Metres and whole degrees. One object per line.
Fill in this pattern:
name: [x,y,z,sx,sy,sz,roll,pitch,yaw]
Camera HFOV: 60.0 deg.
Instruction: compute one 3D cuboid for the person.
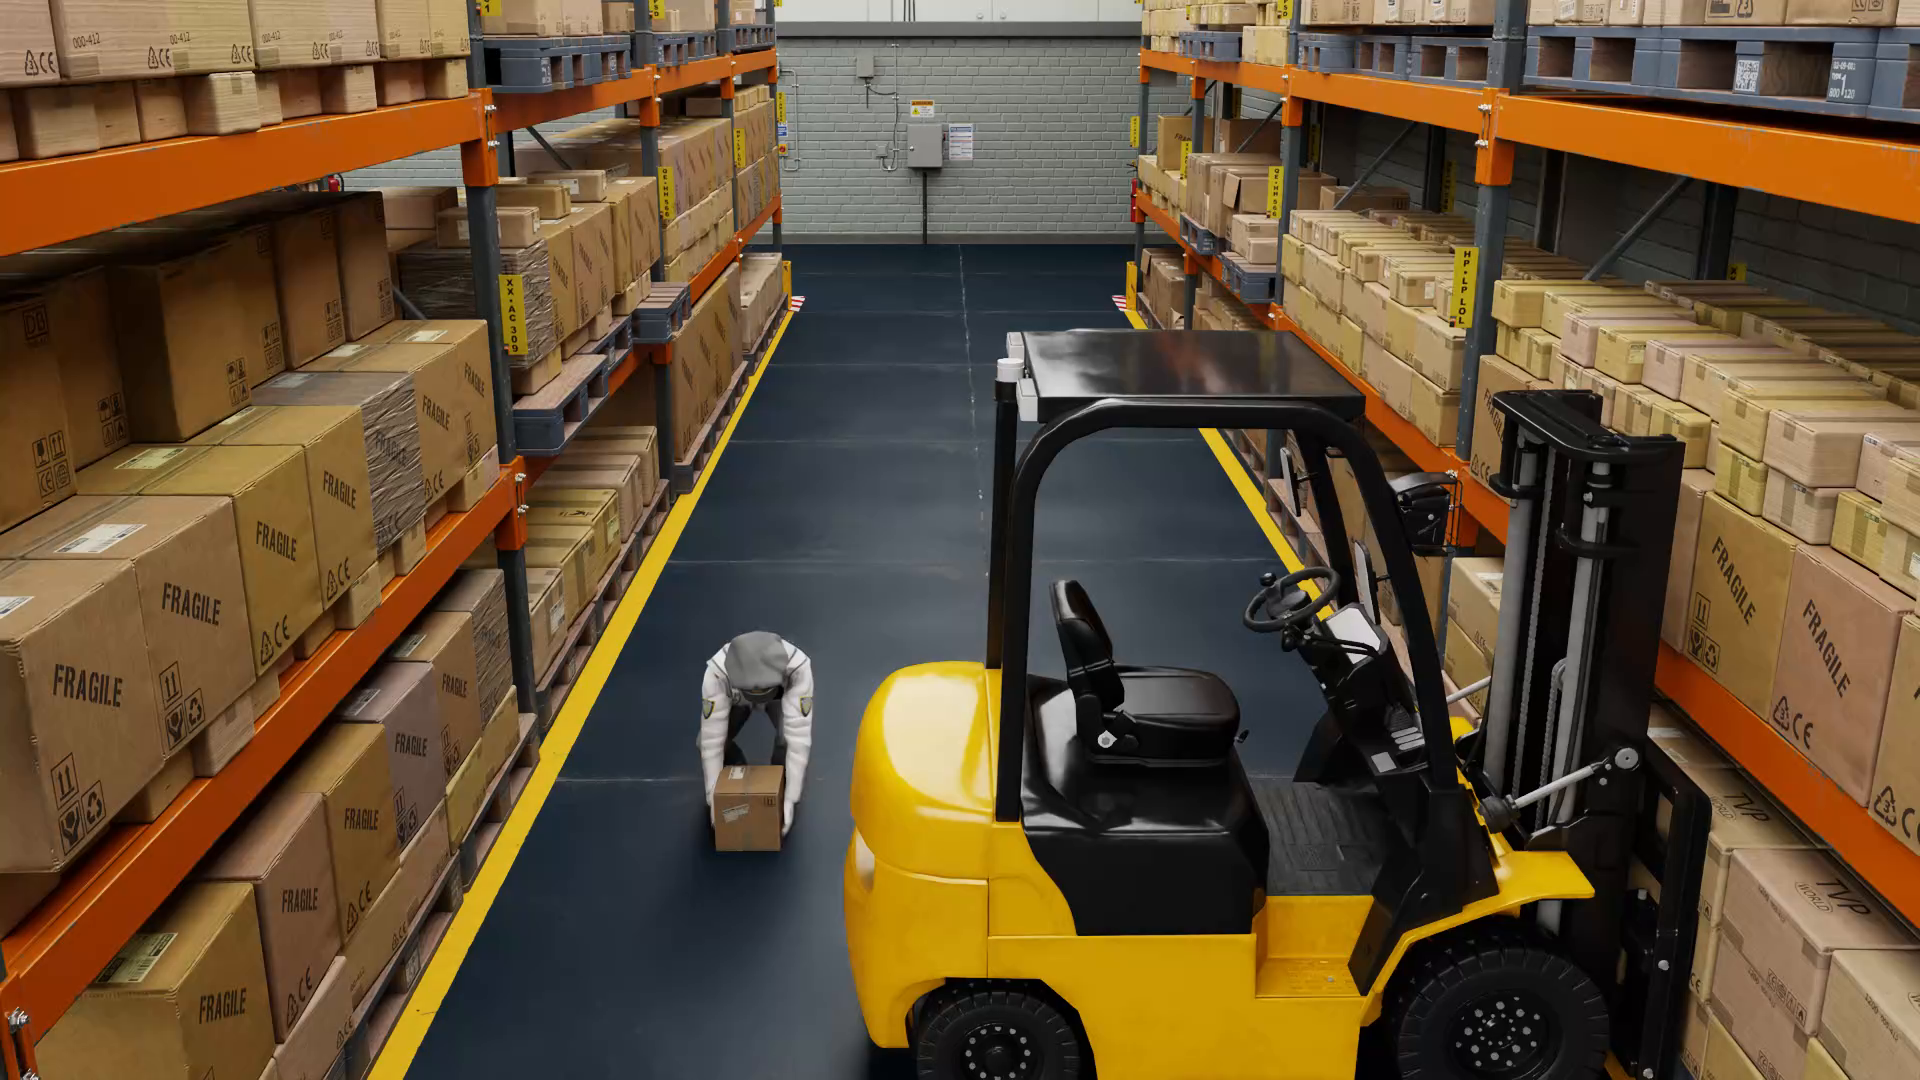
person: [-0.828,0.682,6.750,0.479,0.849,0.859,0,17,-1]
